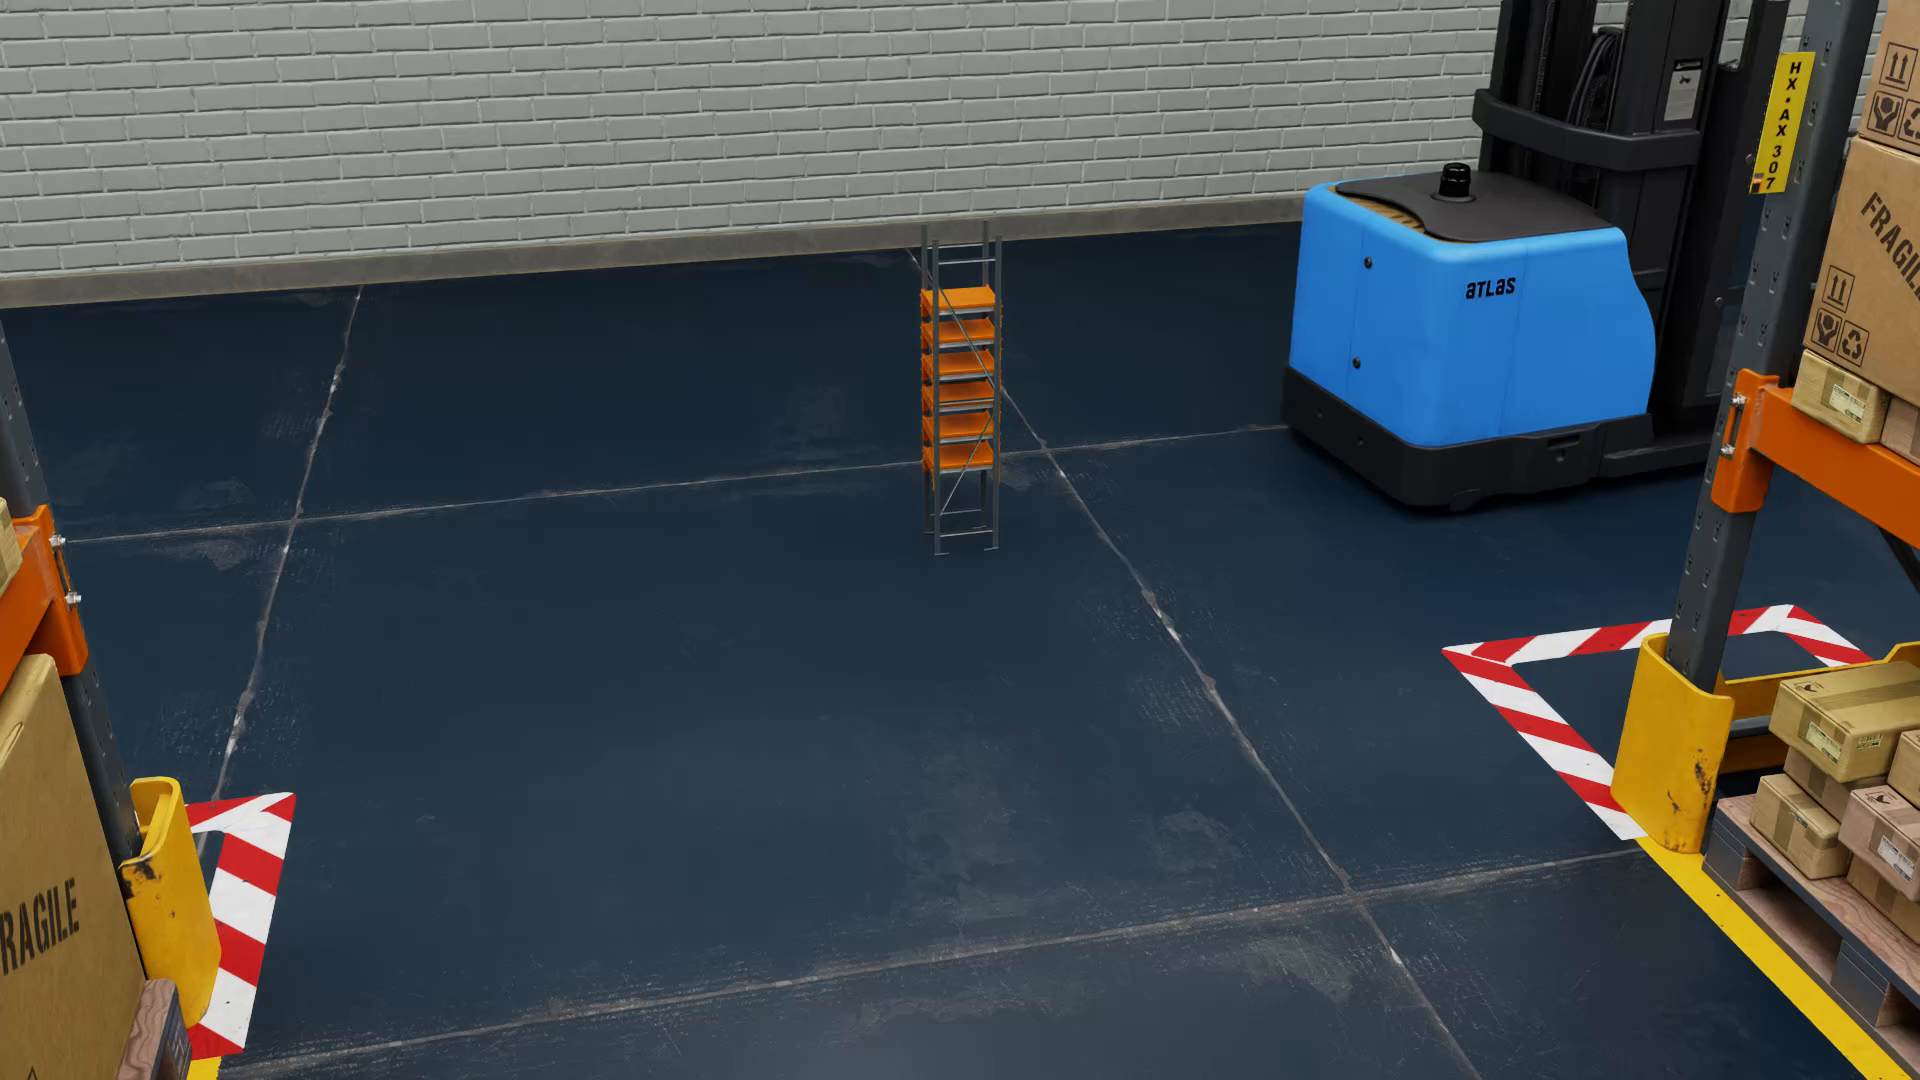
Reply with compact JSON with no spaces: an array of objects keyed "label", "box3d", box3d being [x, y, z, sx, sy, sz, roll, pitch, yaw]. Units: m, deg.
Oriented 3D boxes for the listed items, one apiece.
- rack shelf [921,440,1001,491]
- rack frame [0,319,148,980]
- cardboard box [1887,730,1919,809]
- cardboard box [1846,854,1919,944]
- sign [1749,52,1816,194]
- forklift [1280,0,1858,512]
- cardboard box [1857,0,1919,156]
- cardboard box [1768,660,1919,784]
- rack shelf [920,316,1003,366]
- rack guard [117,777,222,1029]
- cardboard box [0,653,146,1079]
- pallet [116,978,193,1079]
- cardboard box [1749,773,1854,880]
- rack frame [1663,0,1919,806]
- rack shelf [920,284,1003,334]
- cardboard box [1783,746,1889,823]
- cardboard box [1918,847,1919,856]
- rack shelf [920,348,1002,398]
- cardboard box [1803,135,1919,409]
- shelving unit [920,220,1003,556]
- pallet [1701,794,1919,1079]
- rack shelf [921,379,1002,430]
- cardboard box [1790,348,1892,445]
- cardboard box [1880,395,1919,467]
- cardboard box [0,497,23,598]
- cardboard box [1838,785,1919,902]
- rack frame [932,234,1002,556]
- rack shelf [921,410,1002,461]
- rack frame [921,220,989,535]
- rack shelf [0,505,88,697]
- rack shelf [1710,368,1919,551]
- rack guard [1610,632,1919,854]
[{"label":"rack shelf","box3d":[0.003,-0.275,6.095,0.258,0.103,0.180,-6,27,-12]},{"label":"rack frame","box3d":[-2.401,-0.183,3.283,1.000,3.000,0.127,-6,27,-12]},{"label":"cardboard box","box3d":[2.420,0.551,3.867,0.380,0.149,0.250,-5,27,-11]},{"label":"cardboard box","box3d":[2.399,0.812,4.009,0.380,0.149,0.250,-6,27,-12]},{"label":"sign","box3d":[1.925,-0.973,3.888,0.100,0.325,0.005,-6,27,-12]},{"label":"forklift","box3d":[2.948,-1.816,6.595,3.031,2.935,1.130,-9,28,-18]},{"label":"cardboard box","box3d":[2.296,-1.042,3.434,0.500,0.500,0.500,-6,27,-12]},{"label":"cardboard box","box3d":[2.241,0.442,4.082,0.380,0.149,0.250,-7,28,-14]},{"label":"rack shelf","box3d":[0.003,-0.704,5.879,0.258,0.103,0.180,-6,27,-12]},{"label":"rack guard","box3d":[-2.407,0.923,3.867,1.175,0.500,0.348,-6,27,-12]},{"label":"cardboard box","box3d":[-2.179,0.851,3.126,0.875,0.875,0.875,-6,27,-12]},{"label":"pallet","box3d":[-2.145,1.405,3.231,1.003,0.211,1.213,-6,27,-12]},{"label":"cardboard box","box3d":[2.260,0.706,4.220,0.380,0.149,0.250,-5,27,-11]},{"label":"rack frame","box3d":[2.454,-0.642,4.193,1.000,3.000,0.127,-6,27,-12]},{"label":"rack shelf","box3d":[0.003,-0.811,5.825,0.258,0.103,0.180,-6,27,-12]},{"label":"cardboard box","box3d":[2.322,0.567,4.166,0.380,0.149,0.250,-5,27,-9]},{"label":"cardboard box","box3d":[2.352,0.675,3.622,0.380,0.149,0.250,-6,27,-12]},{"label":"rack shelf","box3d":[0.003,-0.597,5.933,0.258,0.103,0.180,-6,27,-12]},{"label":"cardboard box","box3d":[2.286,-0.594,3.657,0.500,0.500,0.500,-5,27,-9]},{"label":"shelving unit","box3d":[0.003,-0.529,5.967,0.258,1.200,0.189,-6,27,-12]},{"label":"pallet","box3d":[2.619,0.997,4.041,1.003,0.211,1.213,-6,27,-12]},{"label":"rack shelf","box3d":[0.003,-0.490,5.987,0.258,0.103,0.180,-6,27,-12]},{"label":"cardboard box","box3d":[2.207,-0.354,3.902,0.380,0.149,0.250,-6,27,-12]},{"label":"cardboard box","box3d":[2.305,-0.247,3.689,0.380,0.149,0.250,-5,27,-10]},{"label":"cardboard box","box3d":[-2.000,0.052,3.096,0.380,0.149,0.250,-5,27,-11]},{"label":"cardboard box","box3d":[2.328,0.693,3.917,0.380,0.149,0.250,-6,27,-12]},{"label":"rack frame","box3d":[0.024,-0.489,5.887,0.240,1.200,0.006,-6,27,-12]},{"label":"rack shelf","box3d":[0.003,-0.382,6.041,0.258,0.103,0.180,-6,27,-12]},{"label":"rack frame","box3d":[-0.017,-0.569,6.047,0.240,1.200,0.006,-6,27,-12]},{"label":"rack shelf","box3d":[-1.951,1.017,1.705,1.077,0.370,4.000,-6,27,-12]},{"label":"rack shelf","box3d":[2.904,0.557,2.615,1.077,0.370,4.000,-6,27,-12]},{"label":"rack guard","box3d":[2.471,0.507,4.690,1.175,0.500,0.348,-6,27,-12]}]
